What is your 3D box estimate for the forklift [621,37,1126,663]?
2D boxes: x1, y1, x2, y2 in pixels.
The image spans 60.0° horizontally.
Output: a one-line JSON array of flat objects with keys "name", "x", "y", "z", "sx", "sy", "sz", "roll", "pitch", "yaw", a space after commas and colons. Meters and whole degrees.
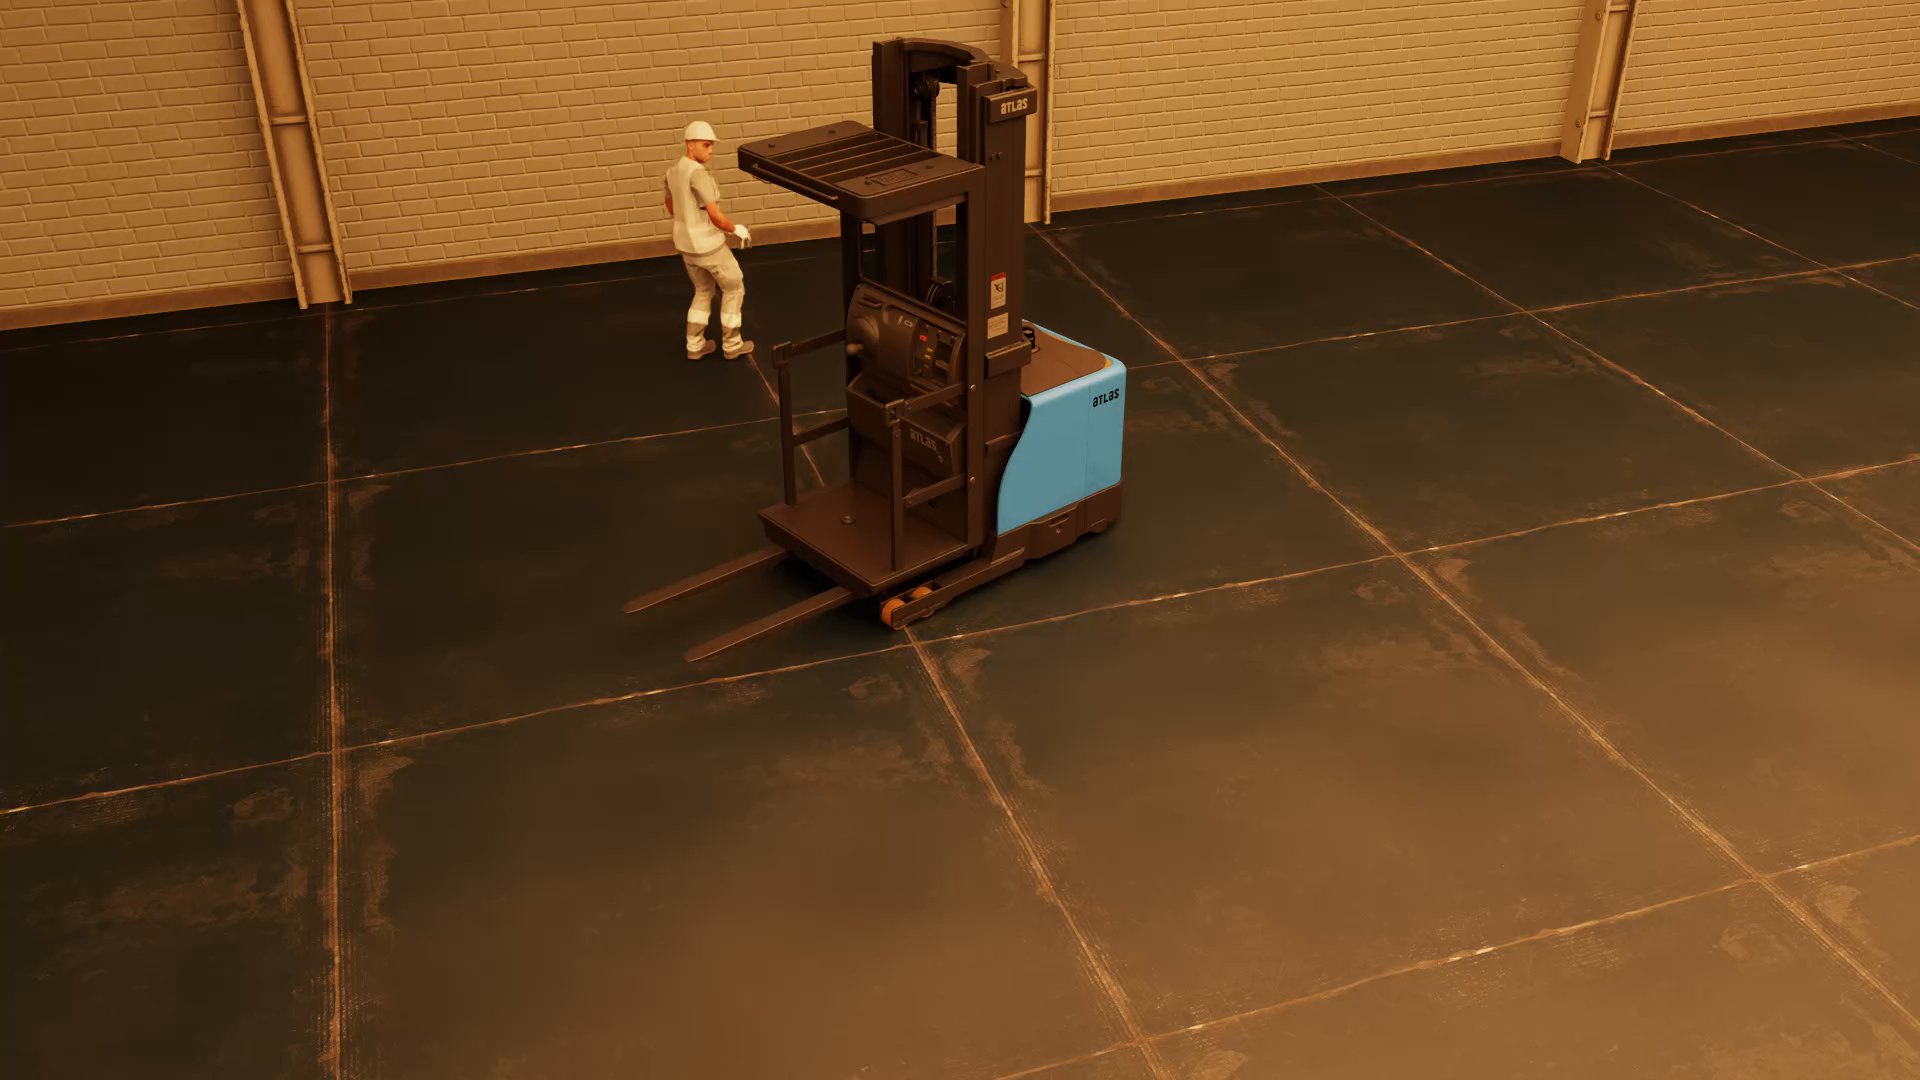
[{"name": "forklift", "x": -0.461, "y": -1.072, "z": 8.951, "sx": 3.031, "sy": 2.935, "sz": 1.130, "roll": -23, "pitch": 37, "yaw": -34}]

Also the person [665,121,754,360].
[{"name": "person", "x": -1.830, "y": -2.156, "z": 12.038, "sx": 0.740, "sy": 1.741, "sz": 0.512, "roll": 26, "pitch": 39, "yaw": 37}]
